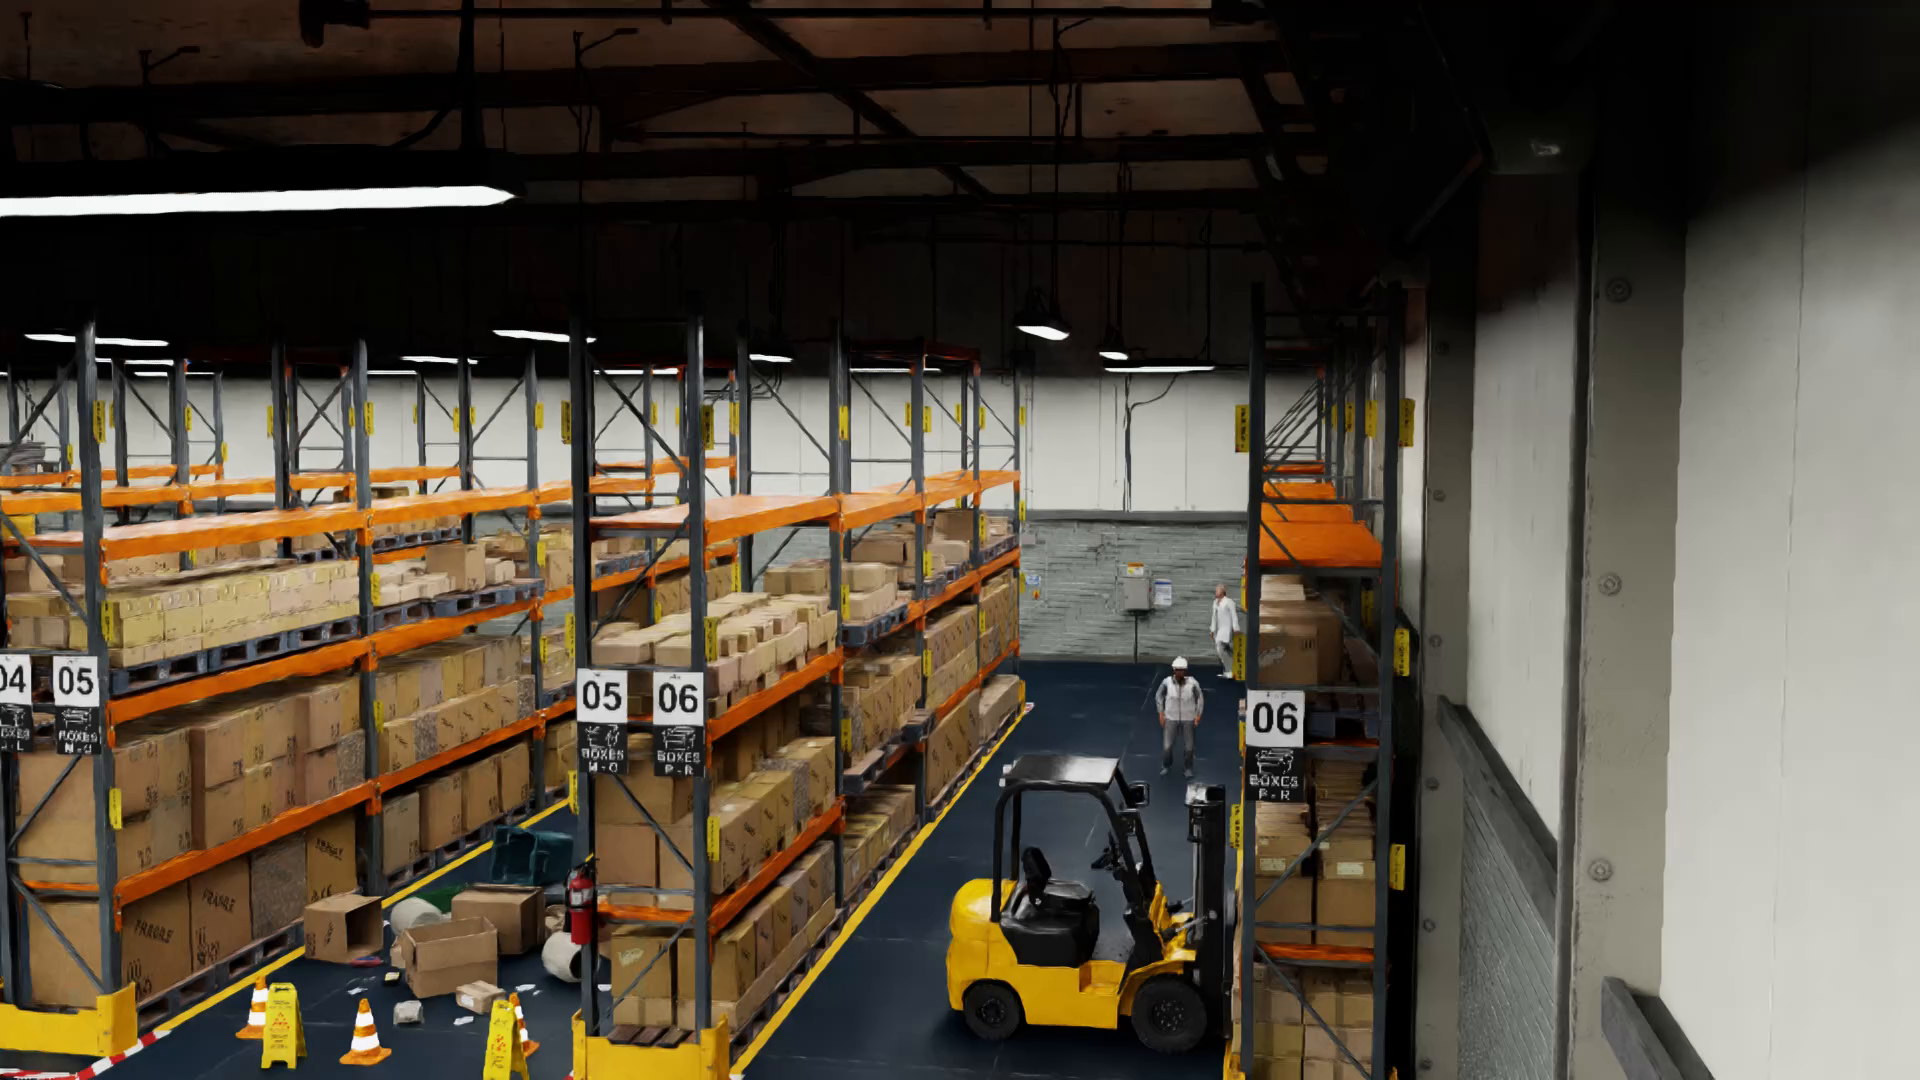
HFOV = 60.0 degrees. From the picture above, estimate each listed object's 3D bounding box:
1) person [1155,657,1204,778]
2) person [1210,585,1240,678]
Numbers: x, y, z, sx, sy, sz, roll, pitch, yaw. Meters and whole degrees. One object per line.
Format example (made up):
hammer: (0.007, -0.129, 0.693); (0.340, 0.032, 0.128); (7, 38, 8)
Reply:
person: (3.045, 2.457, 23.059); (0.677, 1.725, 0.569); (1, 5, 10)
person: (5.014, 1.782, 31.548); (0.523, 1.661, 0.690); (-2, 5, -23)
